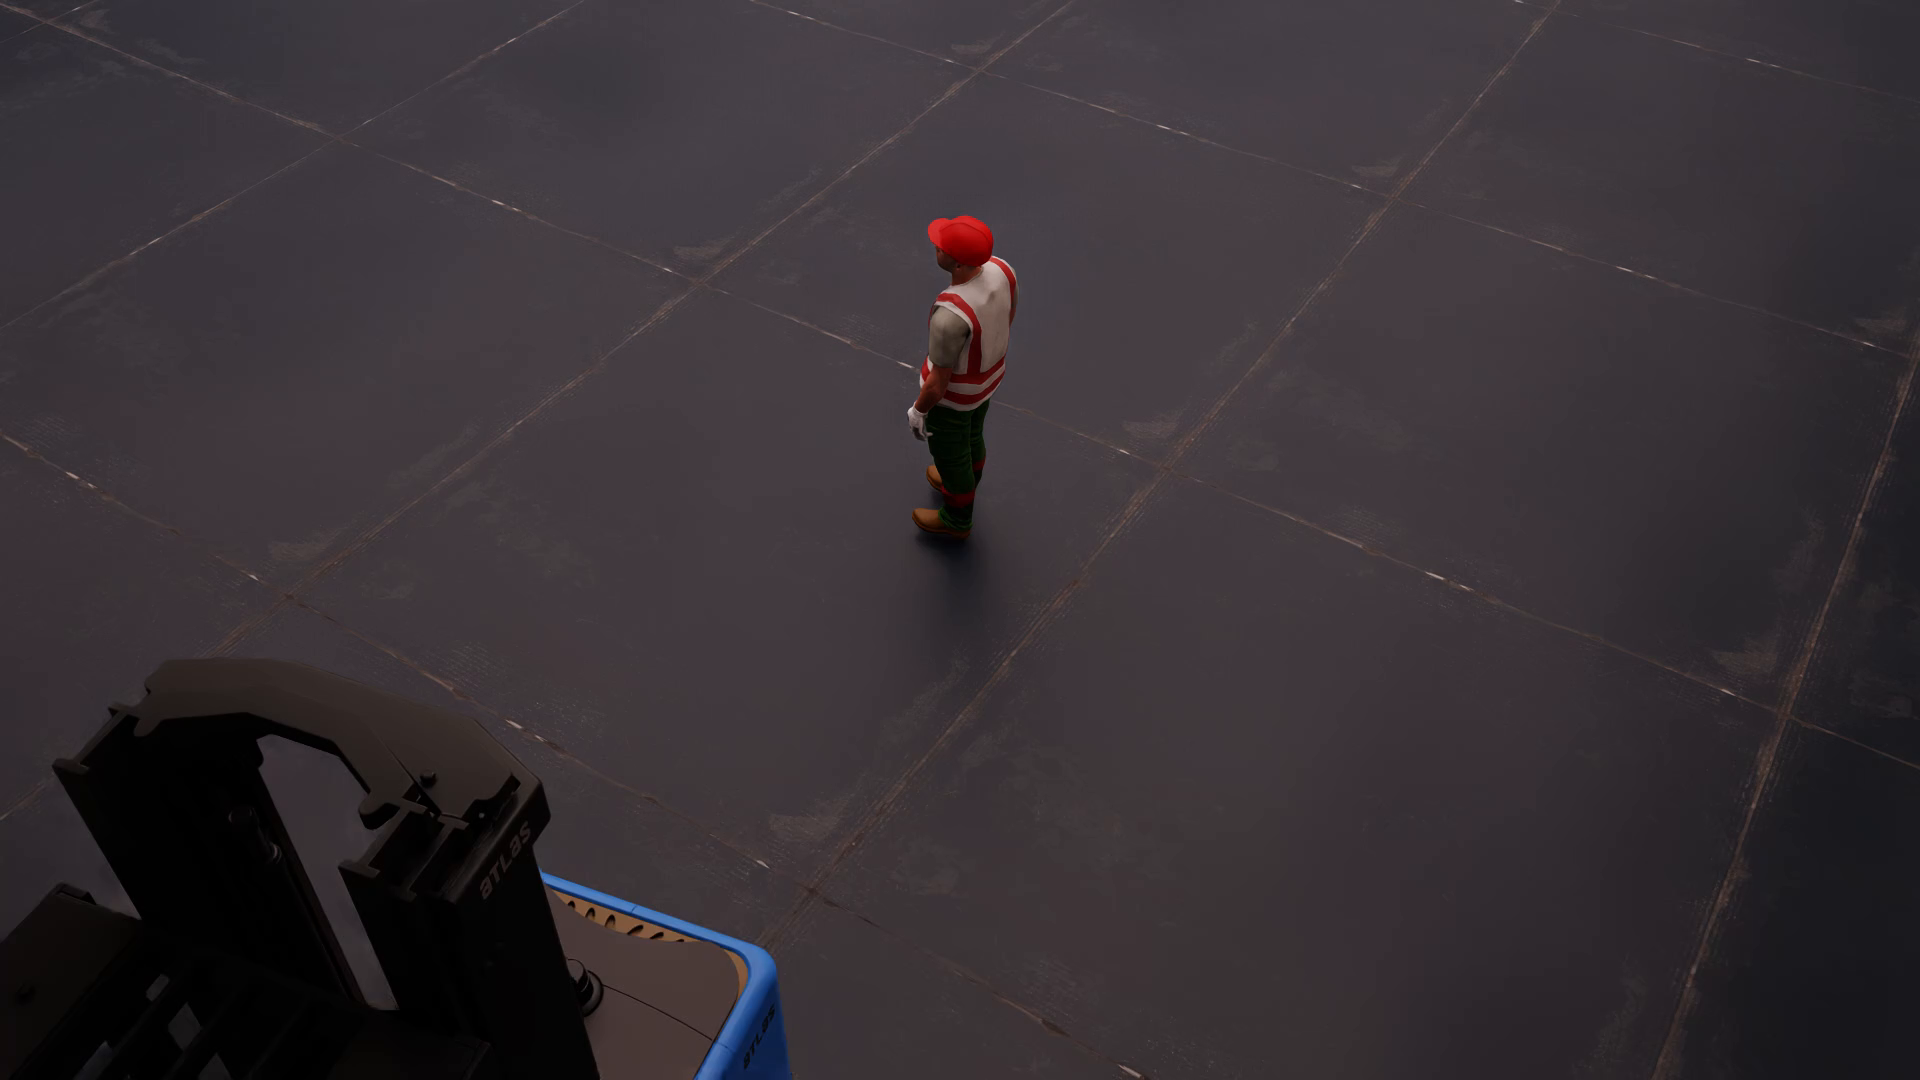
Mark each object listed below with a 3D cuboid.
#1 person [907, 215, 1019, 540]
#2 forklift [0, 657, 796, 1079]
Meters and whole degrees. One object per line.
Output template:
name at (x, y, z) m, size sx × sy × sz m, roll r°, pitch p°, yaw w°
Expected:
person at (-0.061, -0.721, 7.369) m, size 0.561 × 1.789 × 0.637 m, roll 24°, pitch 48°, yaw 23°
forklift at (-1.548, 1.809, 3.941) m, size 1.130 × 2.935 × 3.031 m, roll 15°, pitch 45°, yaw 15°
